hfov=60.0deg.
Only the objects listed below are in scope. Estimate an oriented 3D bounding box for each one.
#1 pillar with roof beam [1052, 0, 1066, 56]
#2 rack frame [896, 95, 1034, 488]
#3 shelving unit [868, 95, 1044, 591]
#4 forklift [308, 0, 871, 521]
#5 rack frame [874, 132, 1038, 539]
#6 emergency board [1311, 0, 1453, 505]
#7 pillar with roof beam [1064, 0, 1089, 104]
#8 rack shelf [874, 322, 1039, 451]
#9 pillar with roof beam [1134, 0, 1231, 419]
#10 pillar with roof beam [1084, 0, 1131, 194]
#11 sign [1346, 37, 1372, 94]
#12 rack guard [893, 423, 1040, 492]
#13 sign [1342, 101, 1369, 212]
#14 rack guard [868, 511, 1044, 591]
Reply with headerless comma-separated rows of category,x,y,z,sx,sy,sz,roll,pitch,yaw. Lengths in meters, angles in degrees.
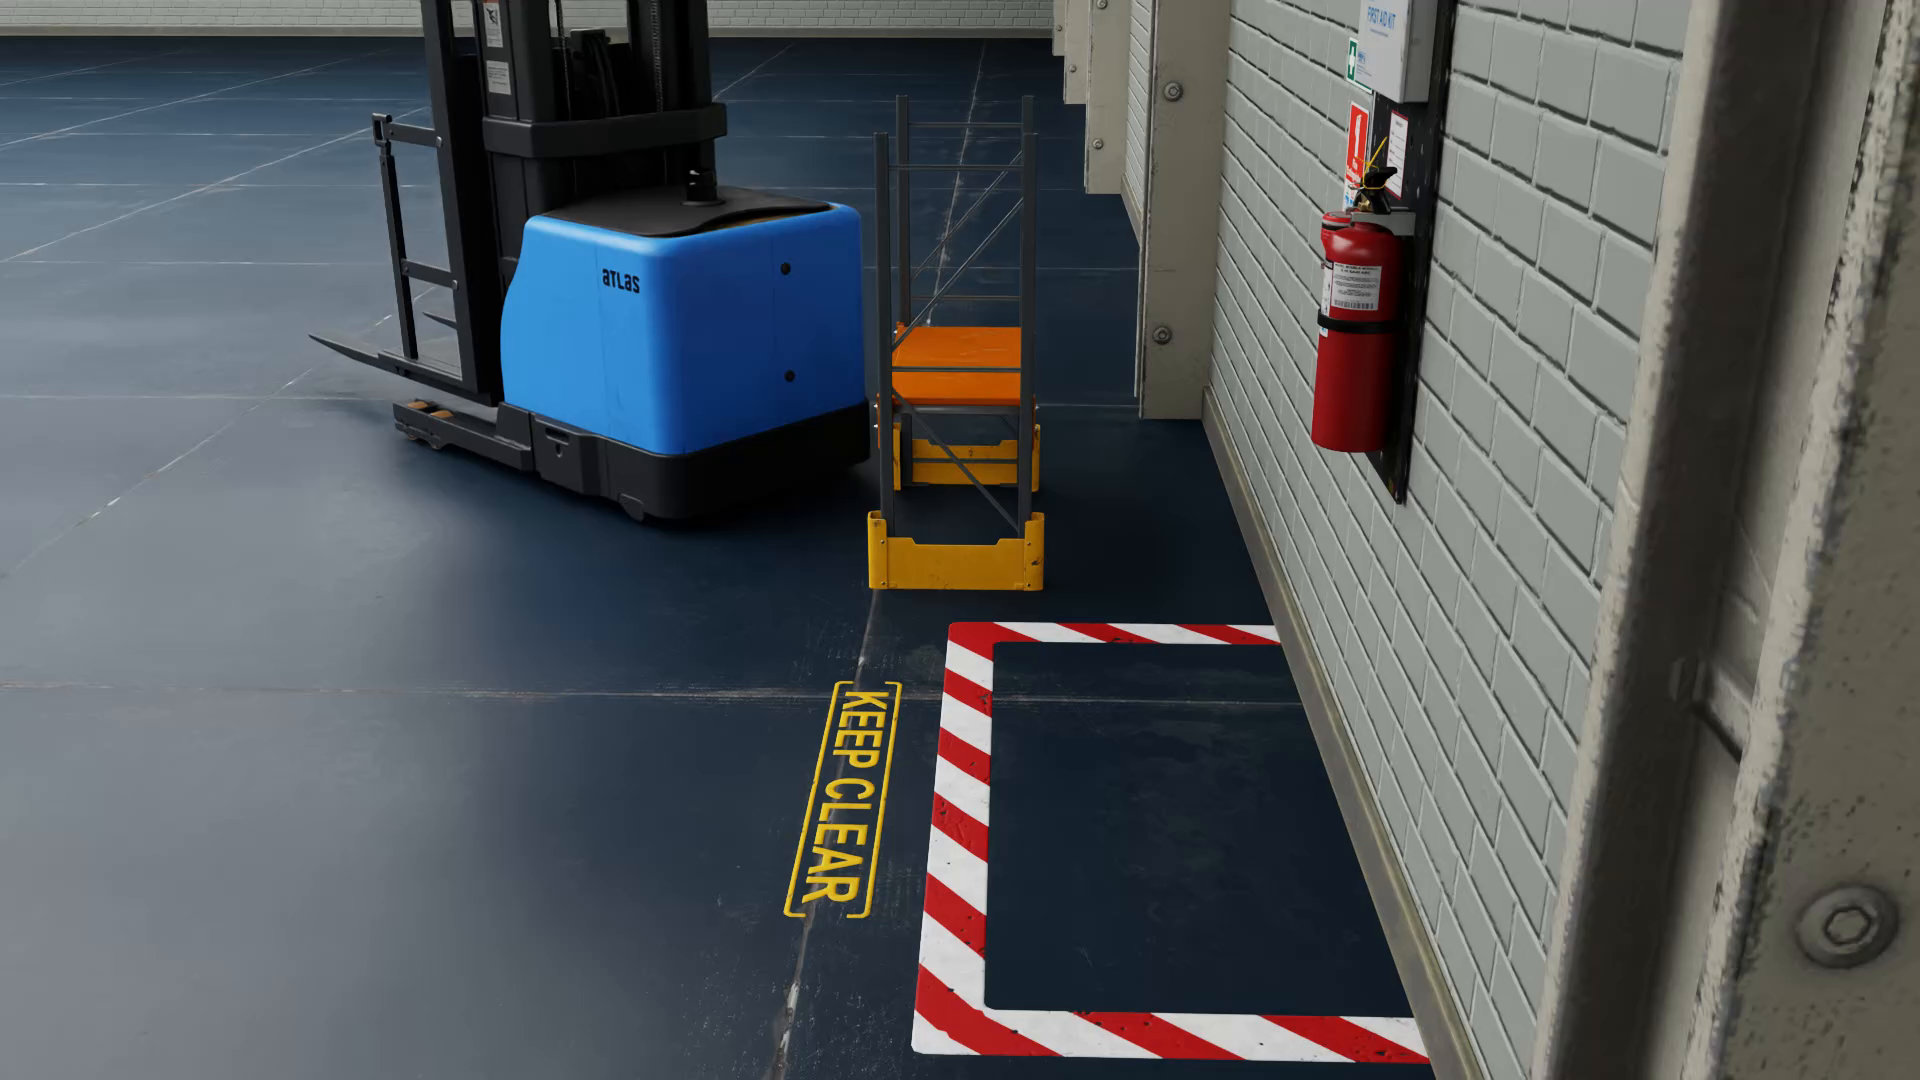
pillar with roof beam,-2.790,-11.364,22.876,9.100,9.000,0.400,1,21,2
rack frame,0.018,-0.914,6.311,0.500,1.500,0.032,1,21,2
shelving unit,0.002,-0.727,5.829,0.587,1.500,1.083,1,21,2
forklift,-1.786,-1.868,6.791,3.031,2.935,1.130,18,28,39
rack frame,-0.013,-0.546,5.363,0.500,1.500,0.032,1,21,2
emergency board,0.896,-0.735,3.776,0.194,1.169,0.643,1,21,2
pillar with roof beam,-2.973,-9.194,17.285,9.100,9.000,0.400,1,21,2
rack shelf,0.003,-0.562,5.902,0.538,0.185,1.000,1,21,2
pillar with roof beam,-3.338,-4.855,6.102,9.100,9.000,0.400,1,21,2
pillar with roof beam,-3.155,-7.025,11.694,9.100,9.000,0.400,1,21,2
sign,1.007,-1.196,4.182,0.001,0.109,0.331,1,21,2
rack guard,0.017,-0.324,6.519,0.587,0.250,0.087,1,21,2
sign,1.016,-0.950,4.282,0.001,0.329,0.234,1,21,2
rack guard,-0.013,0.036,5.591,0.587,0.250,0.087,1,21,2
